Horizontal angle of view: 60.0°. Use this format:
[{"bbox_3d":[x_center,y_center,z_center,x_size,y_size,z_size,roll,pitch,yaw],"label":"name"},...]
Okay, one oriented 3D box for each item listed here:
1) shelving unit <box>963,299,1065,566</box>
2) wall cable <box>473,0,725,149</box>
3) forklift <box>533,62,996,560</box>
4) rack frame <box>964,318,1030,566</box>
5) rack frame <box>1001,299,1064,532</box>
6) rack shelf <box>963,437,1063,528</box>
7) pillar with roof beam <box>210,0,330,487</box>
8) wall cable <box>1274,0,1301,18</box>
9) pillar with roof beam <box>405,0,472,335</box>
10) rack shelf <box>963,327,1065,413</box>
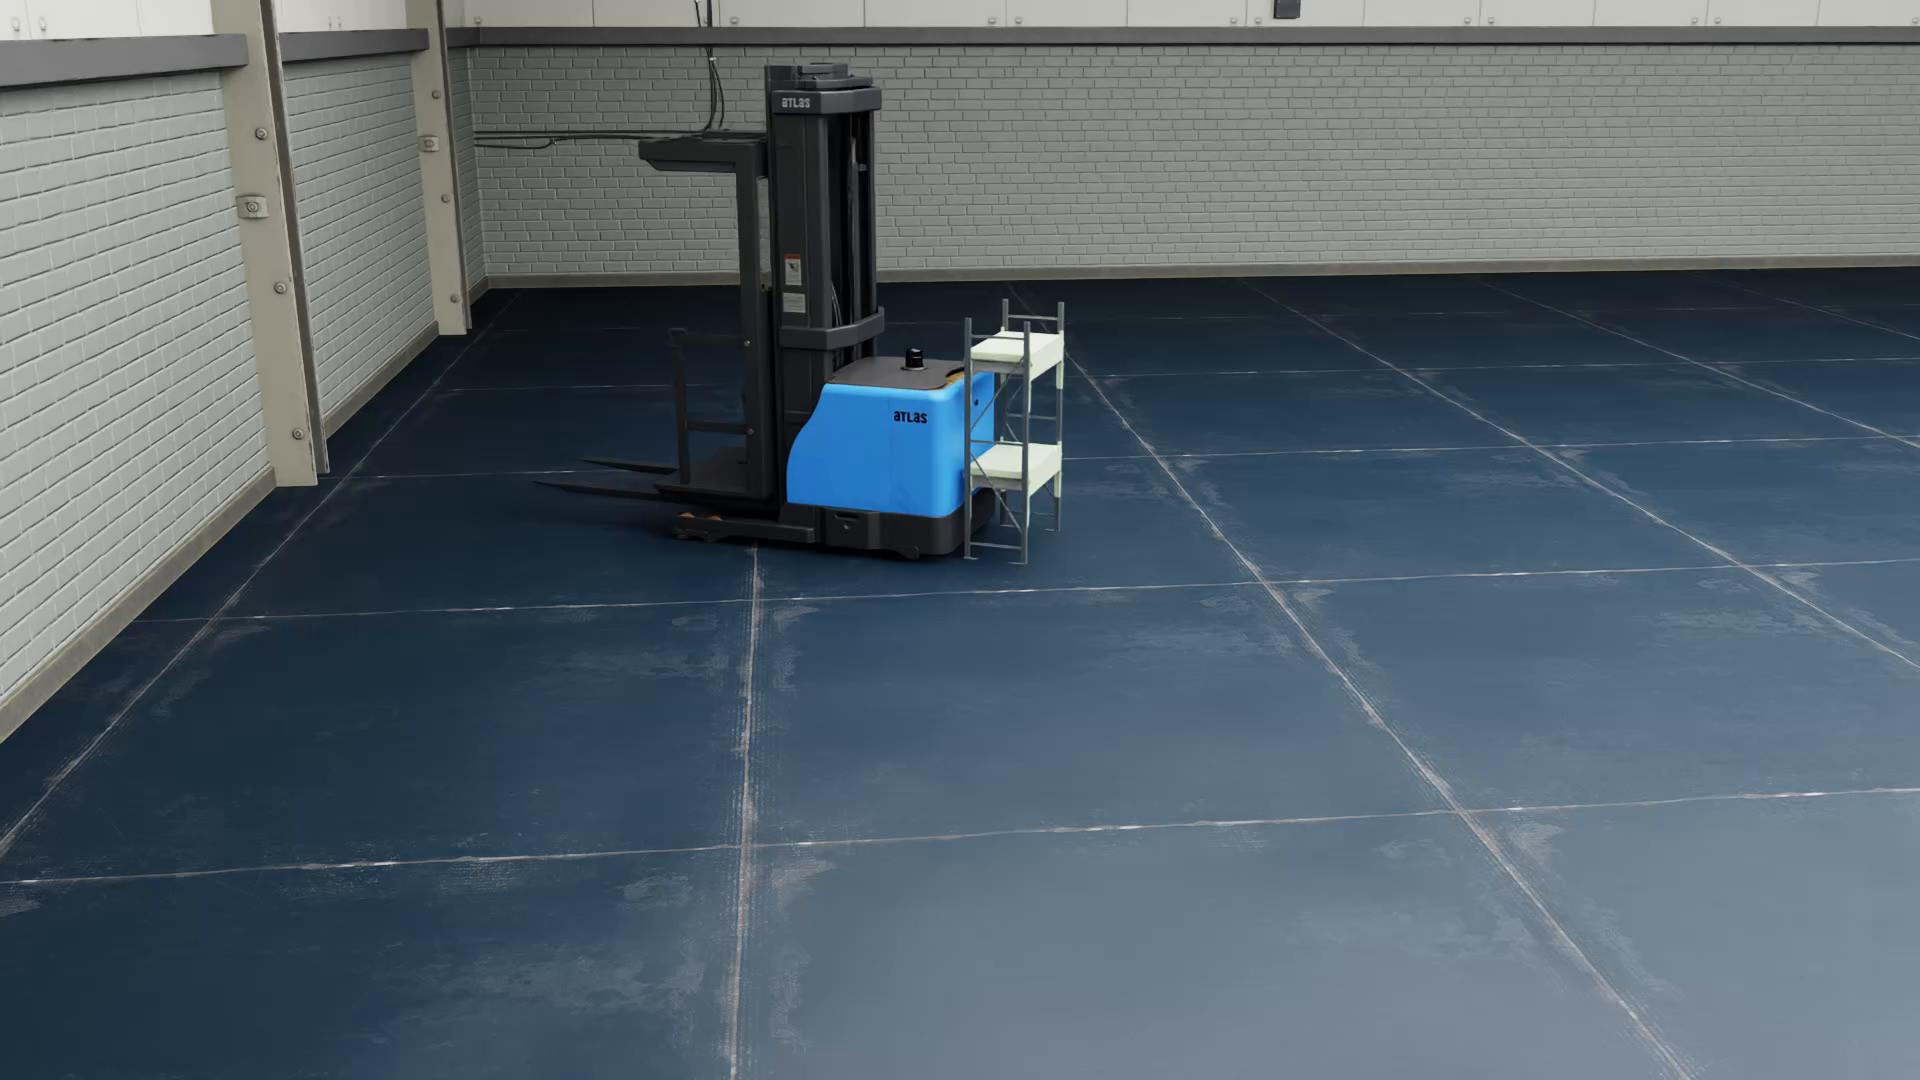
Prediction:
[{"bbox_3d":[0.340,-0.684,10.352,0.431,1.500,0.755,6,18,18],"label":"shelving unit"},{"bbox_3d":[-4.401,-5.963,19.833,3.097,2.526,0.112,-2,18,-6],"label":"wall cable"},{"bbox_3d":[-1.339,-1.526,10.645,3.031,2.935,1.130,6,18,18],"label":"forklift"},{"bbox_3d":[0.220,-0.580,10.022,0.400,1.500,0.023,6,18,18],"label":"rack frame"},{"bbox_3d":[0.460,-0.787,10.681,0.400,1.500,0.023,6,18,18],"label":"rack frame"},{"bbox_3d":[0.340,-0.373,10.449,0.431,0.370,0.720,6,18,18],"label":"rack shelf"},{"bbox_3d":[-0.511,-4.872,11.171,9.100,9.000,0.400,-2,18,-6],"label":"pillar with roof beam"},{"bbox_3d":[5.044,-9.356,19.777,2.305,6.003,0.169,-2,18,-6],"label":"wall cable"},{"bbox_3d":[-1.130,-6.659,16.865,9.100,9.000,0.400,-2,18,-6],"label":"pillar with roof beam"},{"bbox_3d":[0.340,-1.056,10.235,0.431,0.370,0.720,6,18,18],"label":"rack shelf"}]
